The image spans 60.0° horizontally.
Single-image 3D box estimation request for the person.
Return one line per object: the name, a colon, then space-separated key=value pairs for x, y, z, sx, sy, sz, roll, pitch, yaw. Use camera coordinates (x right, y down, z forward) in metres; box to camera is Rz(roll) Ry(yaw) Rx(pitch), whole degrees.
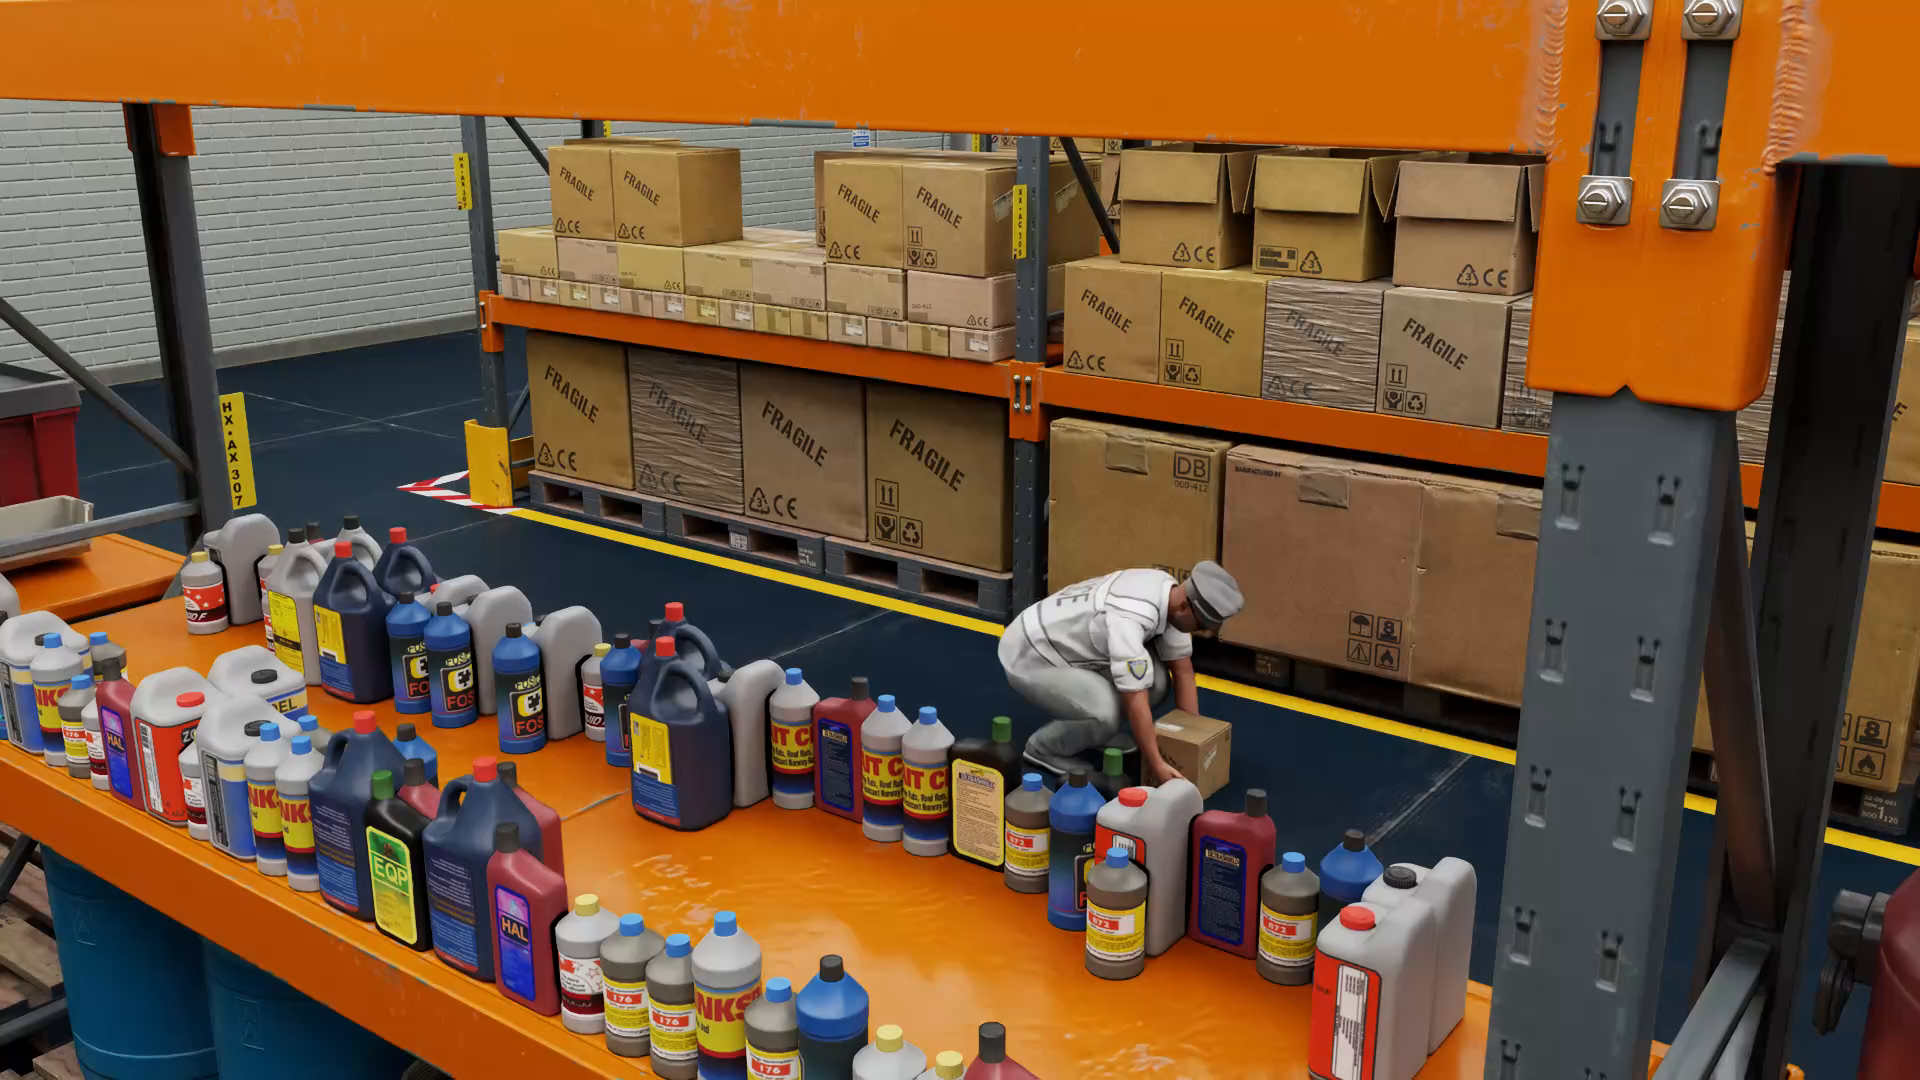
person: x=0.620 y=0.493 z=6.458 sx=0.959 sy=0.905 sz=0.552 roll=12 pitch=20 yaw=34
